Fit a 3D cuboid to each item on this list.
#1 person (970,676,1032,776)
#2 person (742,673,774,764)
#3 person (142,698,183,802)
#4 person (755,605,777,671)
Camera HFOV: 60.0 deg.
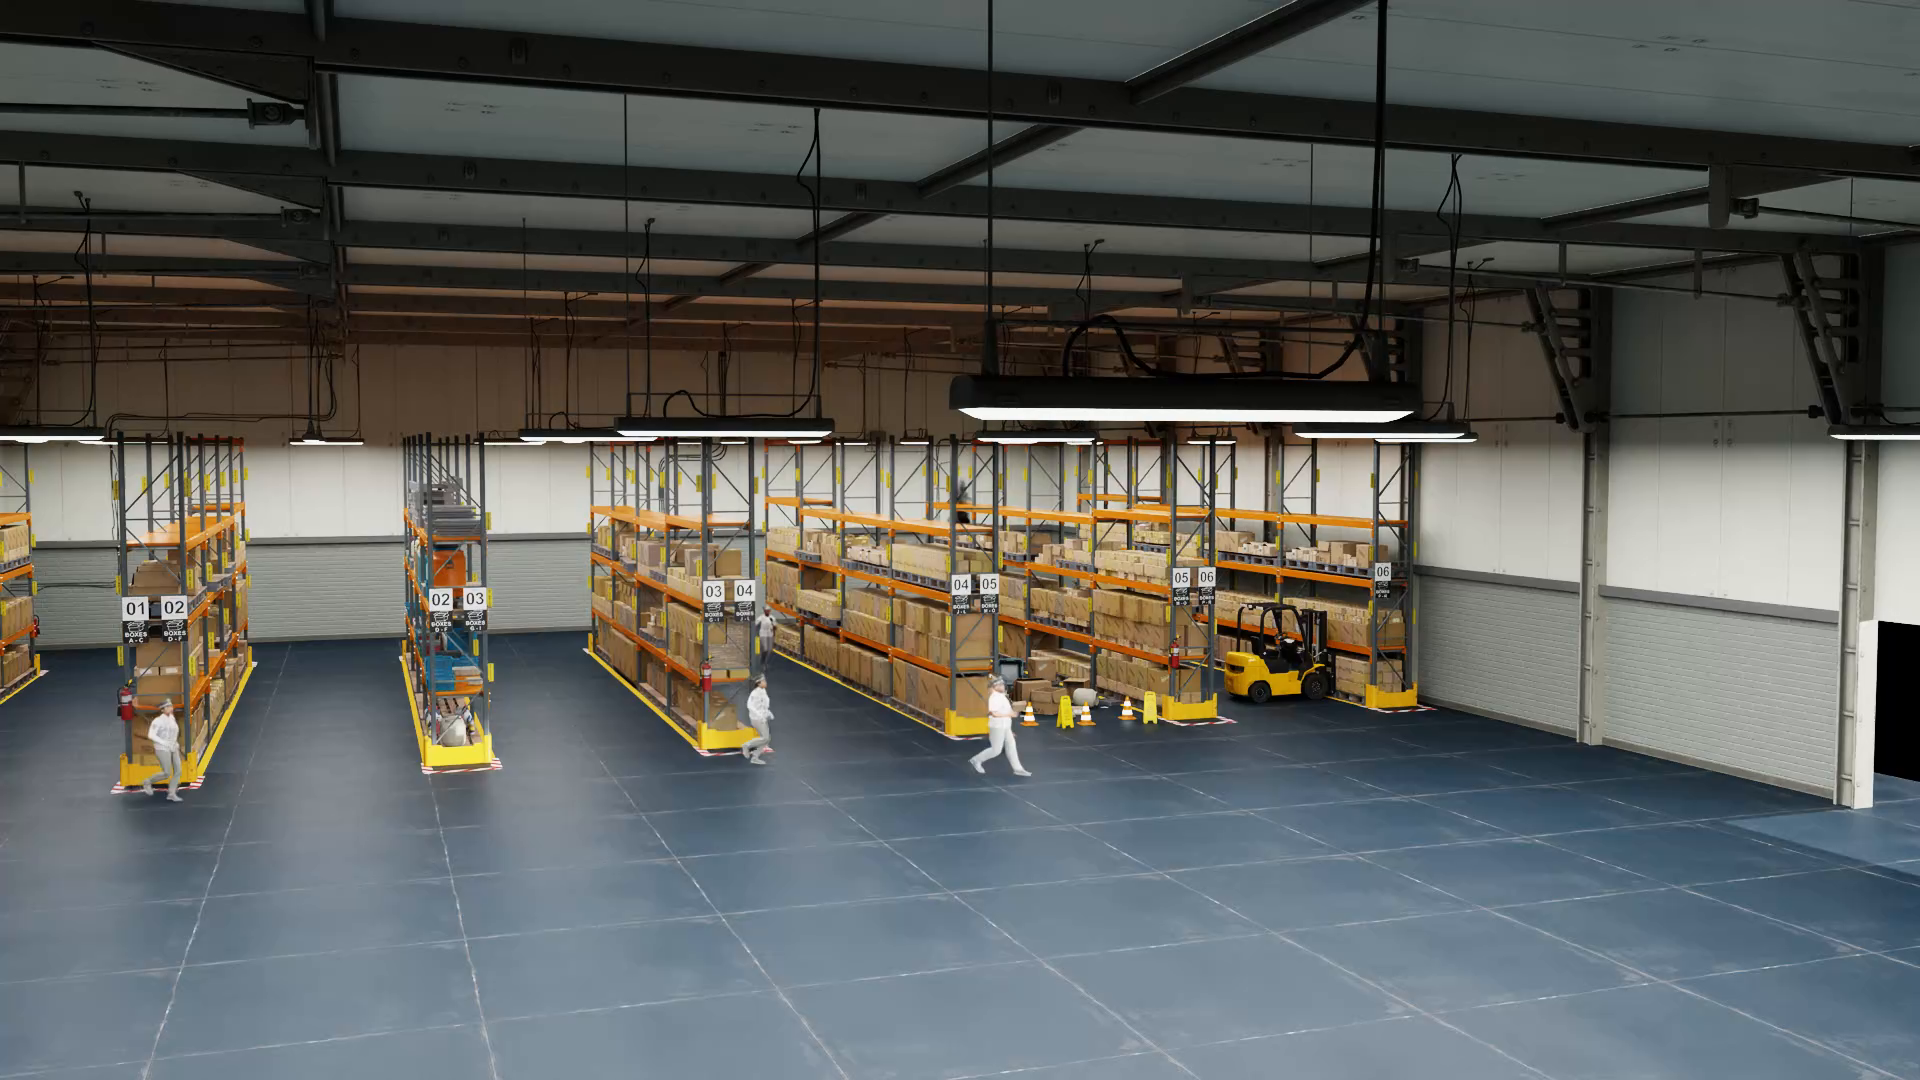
[{"bbox_3d":[0.714,3.221,28.802,1.074,1.739,0.676,1,3,18],"label":"person"},{"bbox_3d":[-3.670,3.236,30.194,0.531,1.640,0.601,1,3,15],"label":"person"},{"bbox_3d":[-12.911,3.403,26.955,0.644,1.691,0.637,1,3,10],"label":"person"},{"bbox_3d":[-4.969,2.509,42.768,0.548,1.699,0.670,-1,3,-22],"label":"person"}]
